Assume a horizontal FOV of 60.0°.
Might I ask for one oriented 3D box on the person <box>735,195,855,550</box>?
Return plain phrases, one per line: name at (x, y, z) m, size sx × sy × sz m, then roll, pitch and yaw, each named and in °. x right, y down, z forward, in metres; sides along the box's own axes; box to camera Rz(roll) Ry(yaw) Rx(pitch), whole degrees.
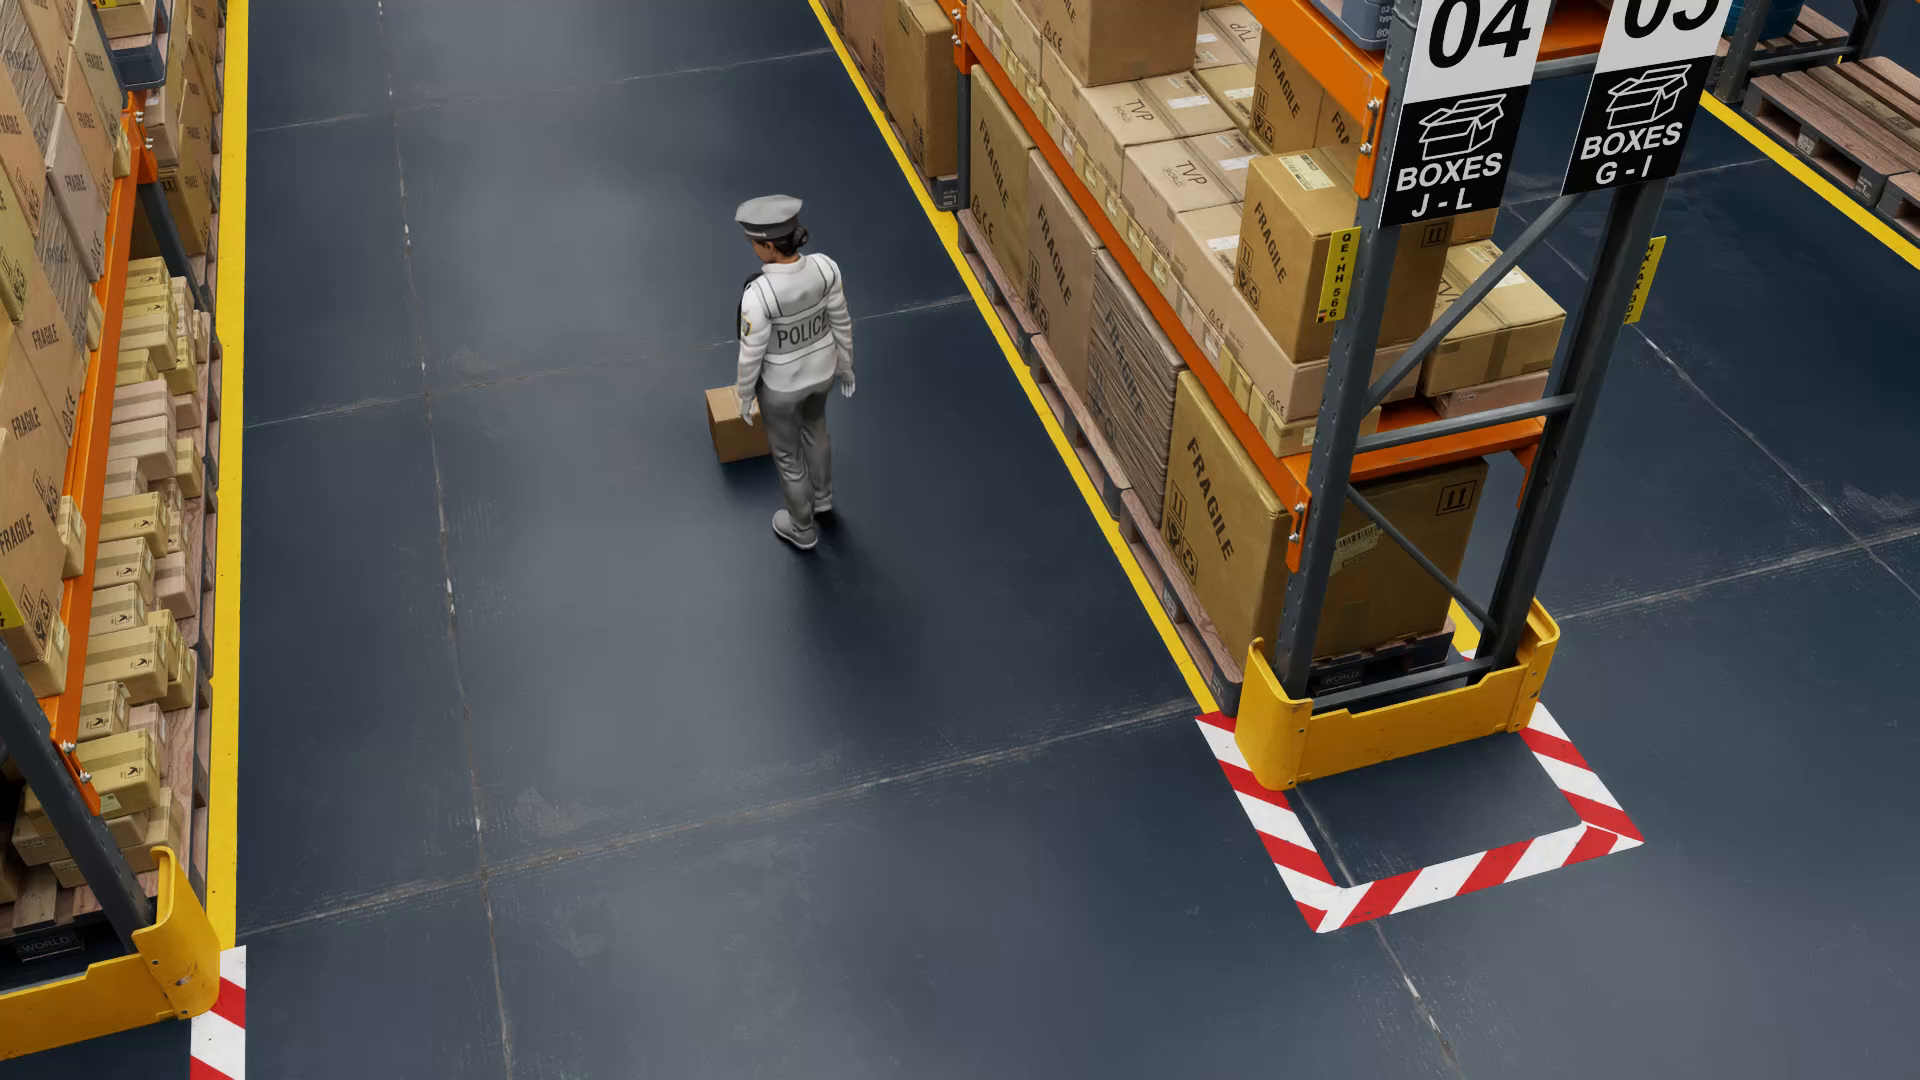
person at (-0.703, -0.636, 6.880) m, size 0.516 × 1.748 × 0.361 m, roll -28°, pitch 49°, yaw -27°
